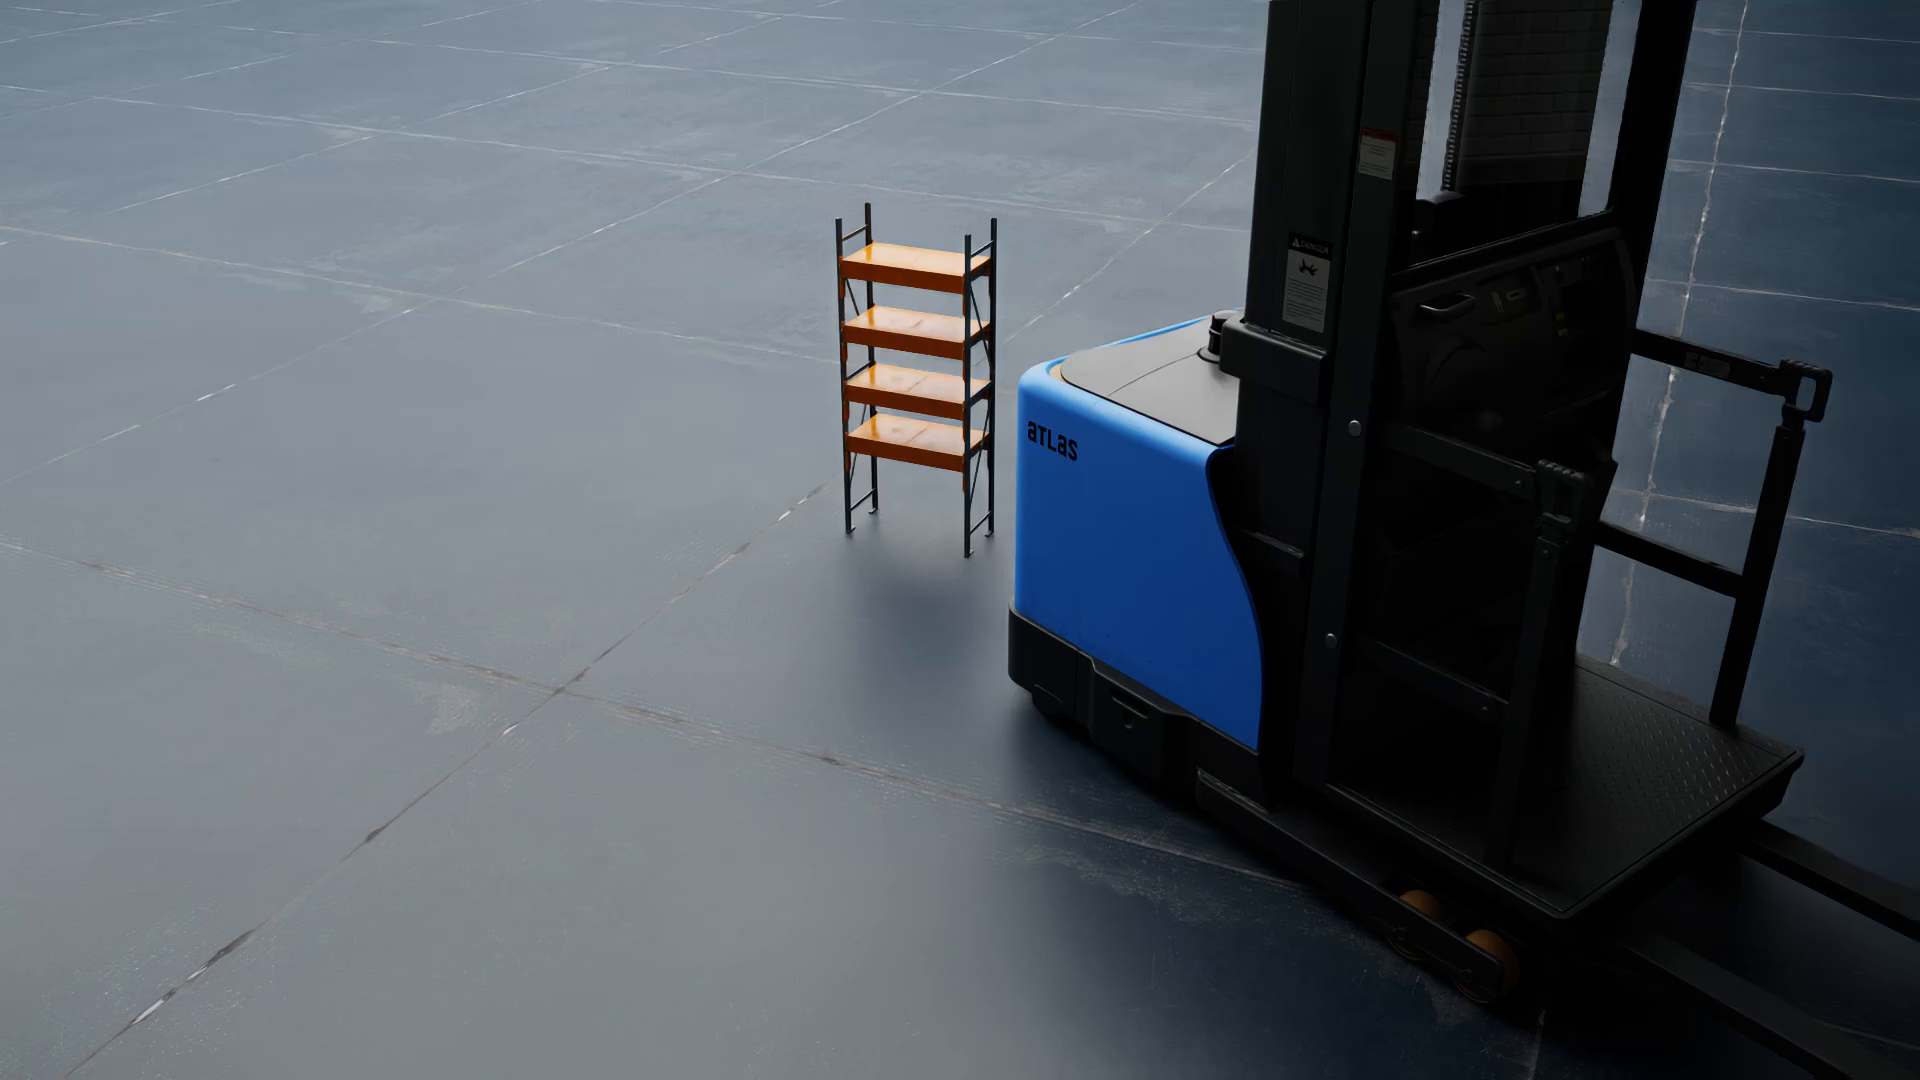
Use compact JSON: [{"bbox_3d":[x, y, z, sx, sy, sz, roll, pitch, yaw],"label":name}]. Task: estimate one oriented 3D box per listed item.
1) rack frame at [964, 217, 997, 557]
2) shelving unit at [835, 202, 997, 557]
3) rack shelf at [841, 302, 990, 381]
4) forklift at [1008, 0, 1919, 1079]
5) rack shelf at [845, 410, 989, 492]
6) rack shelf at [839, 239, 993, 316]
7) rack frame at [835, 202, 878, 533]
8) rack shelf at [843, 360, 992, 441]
[{"bbox_3d":[0.071,-0.524,5.893,0.015,1.200,0.240,11,28,22],"label":"rack frame"},{"bbox_3d":[-0.151,-0.569,5.984,0.503,1.200,0.258,11,28,22],"label":"shelving unit"},{"bbox_3d":[-0.151,-0.709,5.914,0.480,0.148,0.258,11,28,22],"label":"rack shelf"},{"bbox_3d":[1.460,-0.466,3.815,1.130,2.935,3.031,-19,32,-34],"label":"forklift"},{"bbox_3d":[-0.151,-0.330,6.101,0.480,0.148,0.258,11,28,22],"label":"rack shelf"},{"bbox_3d":[-0.151,-0.921,5.810,0.480,0.148,0.258,11,28,22],"label":"rack shelf"},{"bbox_3d":[-0.373,-0.613,6.074,0.015,1.200,0.240,11,28,22],"label":"rack frame"},{"bbox_3d":[-0.151,-0.508,6.013,0.480,0.148,0.258,11,28,22],"label":"rack shelf"}]
